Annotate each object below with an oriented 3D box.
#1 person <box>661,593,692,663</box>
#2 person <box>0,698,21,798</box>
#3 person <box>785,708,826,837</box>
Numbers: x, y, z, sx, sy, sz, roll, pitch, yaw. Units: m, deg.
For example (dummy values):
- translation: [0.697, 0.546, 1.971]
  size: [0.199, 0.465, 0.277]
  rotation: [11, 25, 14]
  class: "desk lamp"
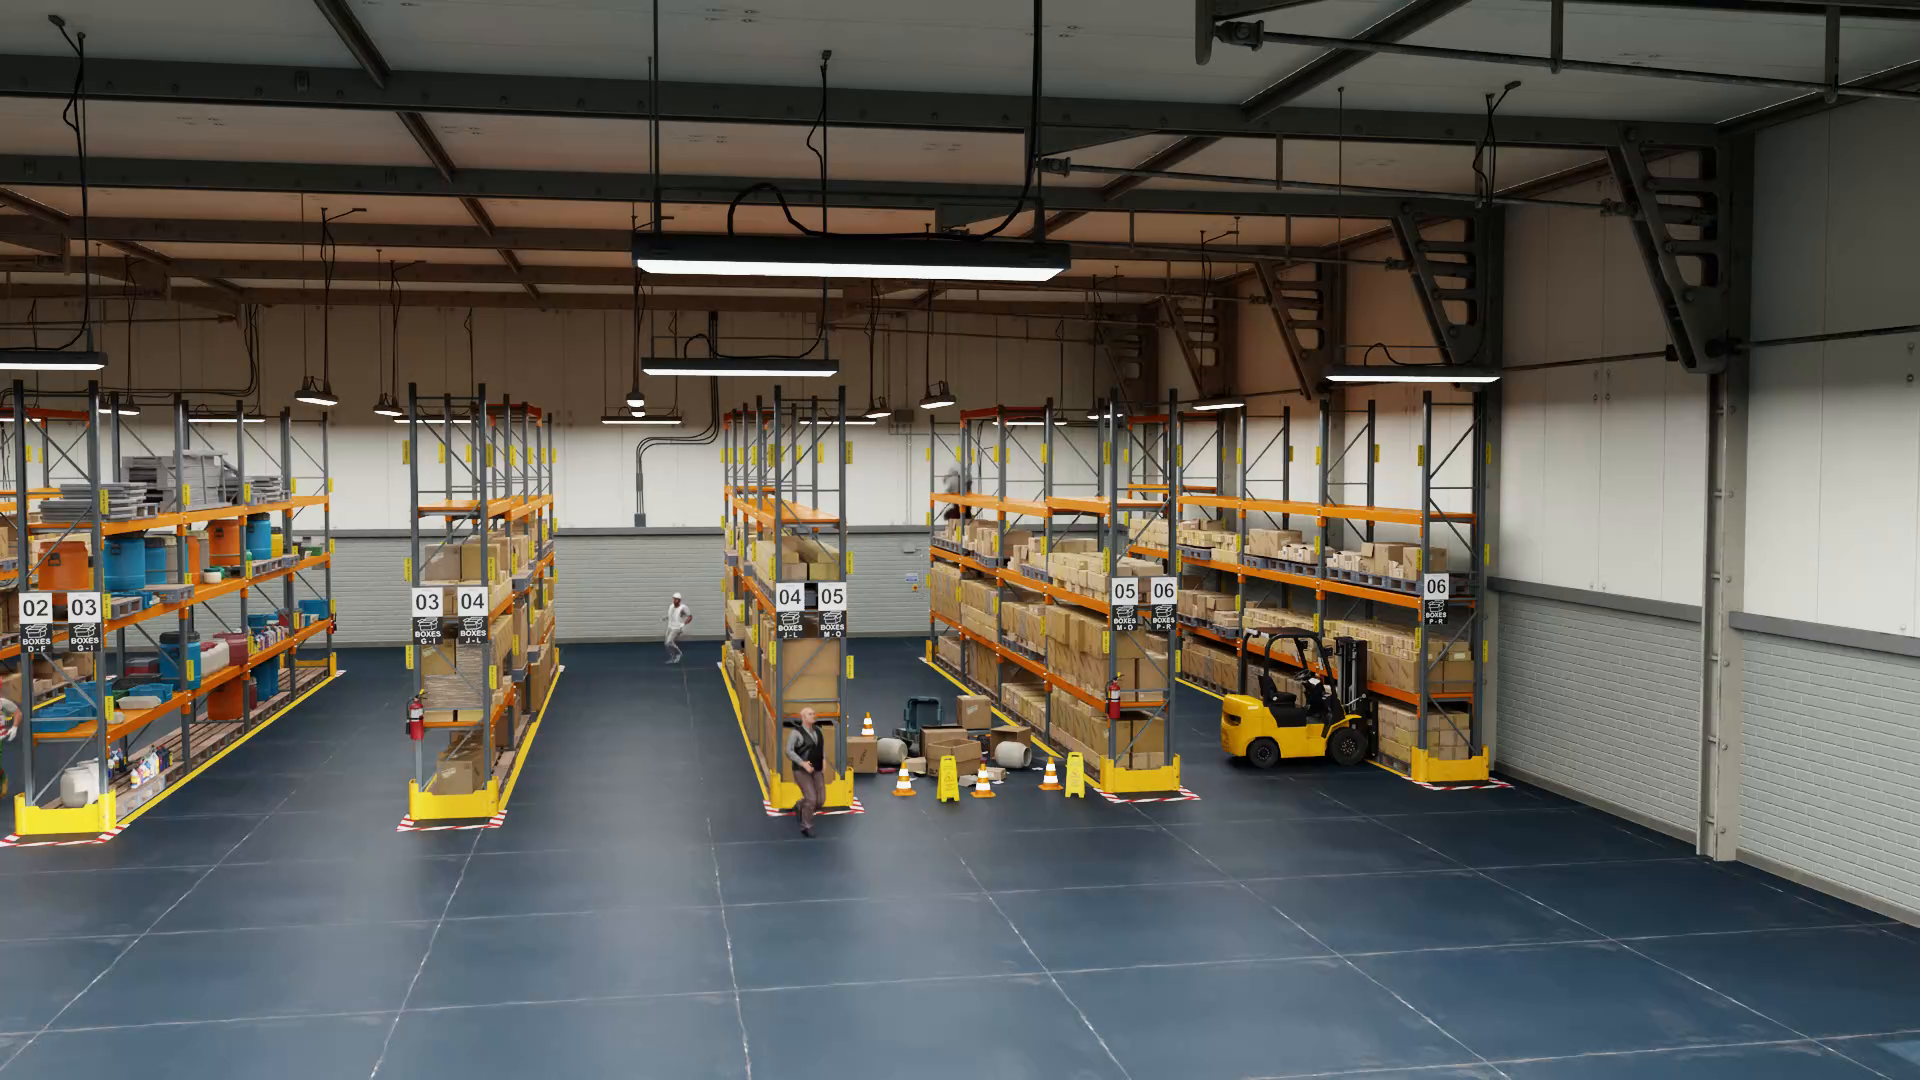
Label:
- translation: [-6.836, 2.121, 39.822]
  size: [0.677, 1.705, 0.576]
  rotation: [3, 4, 45]
  class: "person"
- translation: [-14.015, 2.892, 23.971]
  size: [0.685, 1.757, 0.623]
  rotation: [0, 3, -3]
  class: "person"
- translation: [-2.015, 3.055, 22.002]
  size: [0.582, 1.689, 0.704]
  rotation: [2, 4, 40]
  class: "person"
